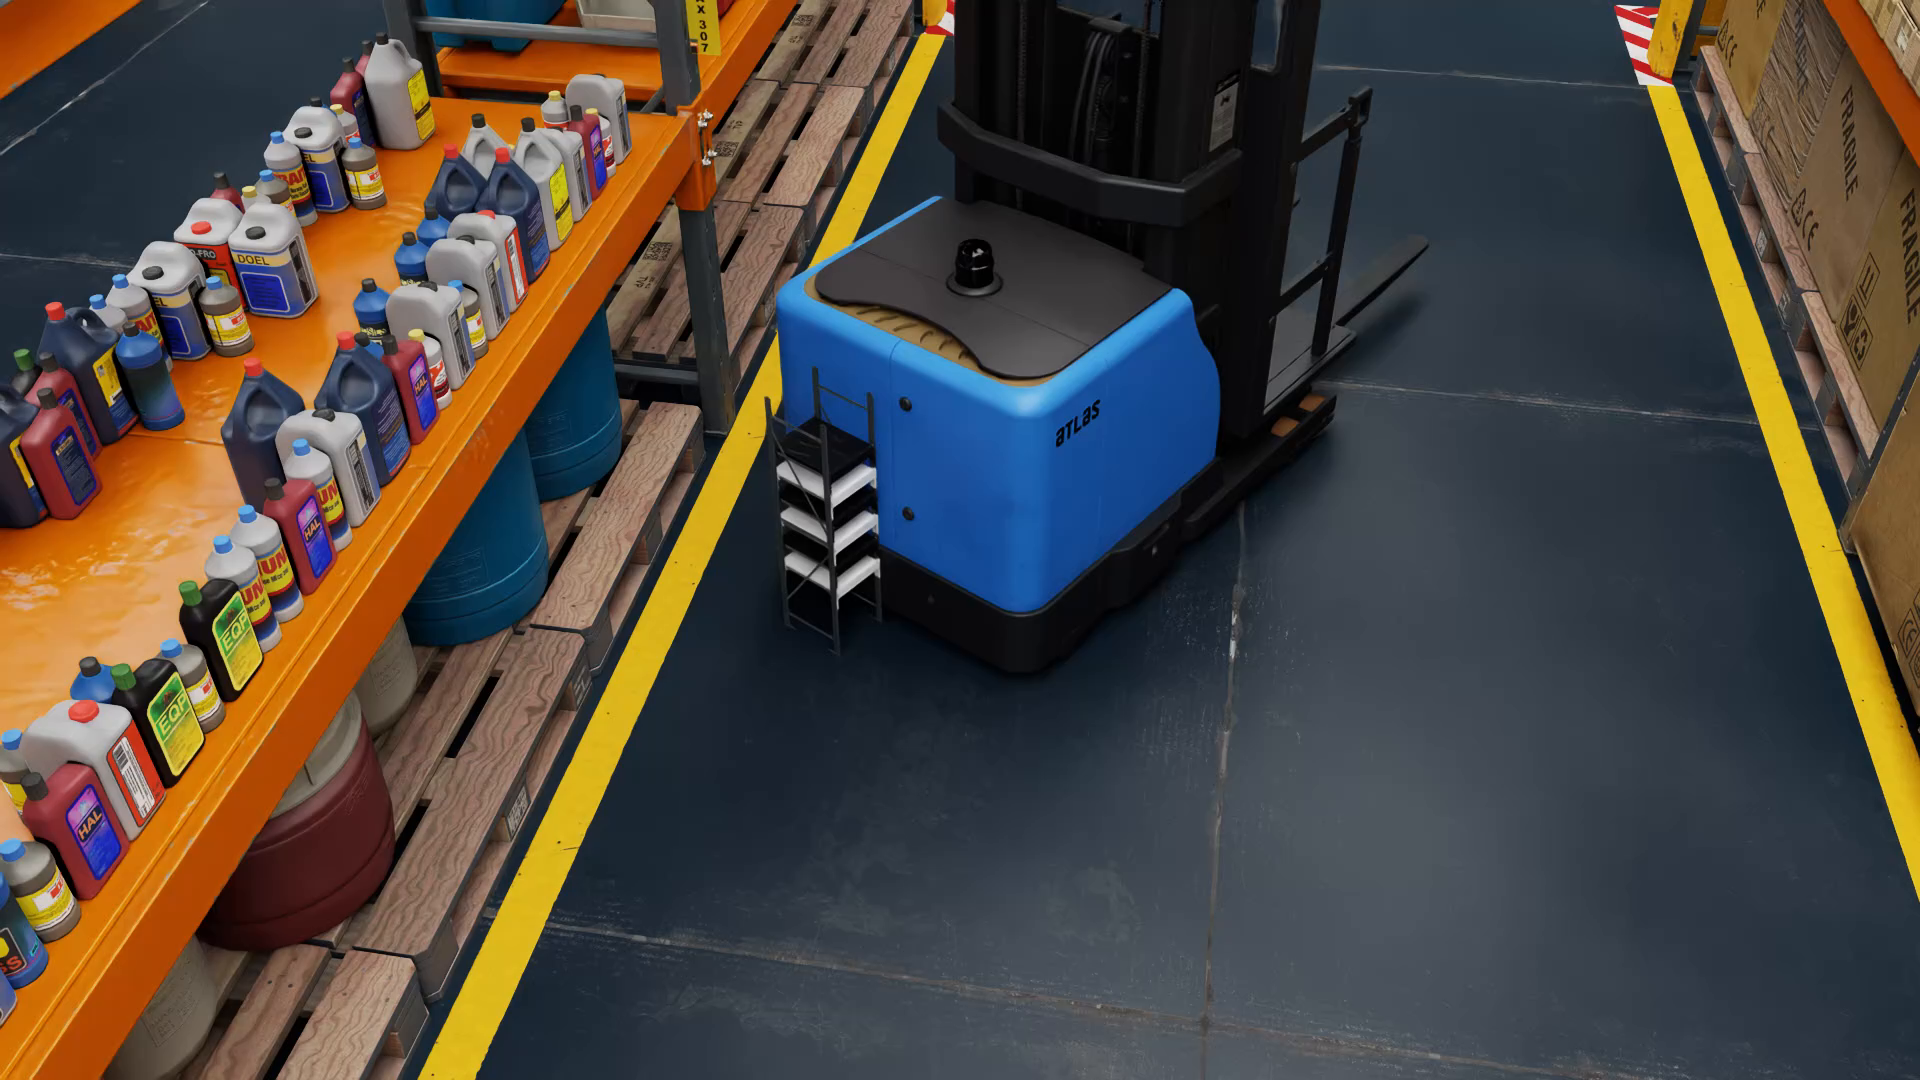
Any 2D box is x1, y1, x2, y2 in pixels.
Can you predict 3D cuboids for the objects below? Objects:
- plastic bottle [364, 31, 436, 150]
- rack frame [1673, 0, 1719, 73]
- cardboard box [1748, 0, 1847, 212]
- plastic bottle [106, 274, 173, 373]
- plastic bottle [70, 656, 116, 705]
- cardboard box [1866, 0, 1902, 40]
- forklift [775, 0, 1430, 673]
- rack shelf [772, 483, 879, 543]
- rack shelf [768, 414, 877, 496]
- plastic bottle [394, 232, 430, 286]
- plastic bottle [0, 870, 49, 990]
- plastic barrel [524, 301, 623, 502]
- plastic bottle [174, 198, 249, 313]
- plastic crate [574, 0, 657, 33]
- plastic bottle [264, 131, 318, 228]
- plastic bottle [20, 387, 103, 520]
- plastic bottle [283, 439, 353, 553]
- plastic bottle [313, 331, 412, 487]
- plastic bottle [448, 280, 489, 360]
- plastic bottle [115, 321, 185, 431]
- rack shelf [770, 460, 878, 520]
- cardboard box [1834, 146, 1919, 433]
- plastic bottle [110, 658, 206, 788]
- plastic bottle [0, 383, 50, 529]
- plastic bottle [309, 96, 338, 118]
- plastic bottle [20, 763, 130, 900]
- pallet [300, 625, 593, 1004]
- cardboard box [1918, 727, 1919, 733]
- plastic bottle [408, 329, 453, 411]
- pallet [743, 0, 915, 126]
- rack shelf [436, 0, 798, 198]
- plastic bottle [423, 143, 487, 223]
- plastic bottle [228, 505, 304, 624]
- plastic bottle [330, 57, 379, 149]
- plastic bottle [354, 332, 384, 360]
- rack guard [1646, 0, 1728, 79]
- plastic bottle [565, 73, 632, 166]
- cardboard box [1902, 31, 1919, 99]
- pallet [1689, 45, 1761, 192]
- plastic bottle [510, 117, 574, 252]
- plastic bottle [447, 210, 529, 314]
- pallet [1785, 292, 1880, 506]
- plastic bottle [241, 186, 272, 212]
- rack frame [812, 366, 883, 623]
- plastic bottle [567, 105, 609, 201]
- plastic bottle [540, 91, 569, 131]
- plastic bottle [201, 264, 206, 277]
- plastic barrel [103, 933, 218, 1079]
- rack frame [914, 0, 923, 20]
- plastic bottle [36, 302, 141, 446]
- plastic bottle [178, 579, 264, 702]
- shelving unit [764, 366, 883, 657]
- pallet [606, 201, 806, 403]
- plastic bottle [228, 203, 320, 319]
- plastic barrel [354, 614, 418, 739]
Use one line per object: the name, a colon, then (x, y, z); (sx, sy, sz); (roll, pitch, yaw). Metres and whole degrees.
plastic bottle: (-1.738, -1.402, 5.130); (0.144, 0.351, 0.185); (6, 40, 8)
rack frame: (4.219, -3.596, 7.745); (1.000, 3.000, 0.127); (6, 40, 8)
cardboard box: (4.030, -1.957, 7.101); (0.875, 0.875, 0.875); (6, 40, 8)
plastic bottle: (-2.054, -0.537, 4.147); (0.097, 0.271, 0.097); (0, 40, 0)
plastic bottle: (-1.583, 0.326, 3.103); (0.097, 0.271, 0.097); (0, 40, 0)
cardboard box: (3.435, -1.862, 5.845); (0.380, 0.149, 0.250); (7, 40, 9)
forklift: (0.744, -1.594, 5.378); (1.130, 2.935, 3.031); (27, 47, 29)
rack shelf: (-0.412, -0.118, 5.098); (0.258, 0.077, 0.200); (27, 47, 29)
rack shelf: (-0.412, -0.257, 4.983); (0.258, 0.077, 0.200); (27, 47, 29)
plastic bottle: (-1.401, -0.671, 4.308); (0.097, 0.271, 0.097); (0, 40, 0)
plastic bottle: (-1.603, 0.623, 2.744); (0.097, 0.271, 0.097); (0, 40, 0)
plastic barrel: (-1.462, -0.645, 5.493); (0.600, 0.901, 0.708); (6, 40, 8)
plastic bottle: (-1.967, -0.754, 4.405); (0.152, 0.276, 0.135); (6, 40, 8)
plastic crate: (-1.130, -1.829, 5.768); (0.396, 0.136, 0.243); (6, 40, 8)
plastic bottle: (-1.917, -1.034, 4.748); (0.097, 0.271, 0.097); (0, 40, 0)
plastic bottle: (-2.022, -0.195, 3.723); (0.061, 0.283, 0.133); (6, 40, 8)
plastic bottle: (-1.403, -0.102, 3.620); (0.097, 0.271, 0.097); (0, 40, 0)
plastic bottle: (-1.378, -0.308, 3.808); (0.144, 0.351, 0.185); (6, 40, 8)
plastic bottle: (-1.268, -0.566, 4.236); (0.097, 0.201, 0.097); (0, 40, 0)
plastic bottle: (-1.945, -0.399, 3.980); (0.097, 0.271, 0.097); (0, 40, 0)
rack shelf: (-0.412, -0.187, 5.040); (0.258, 0.077, 0.200); (27, 47, 29)
cardboard box: (3.720, -0.834, 5.742); (0.875, 0.875, 0.875); (6, 40, 8)
plastic bottle: (-1.502, 0.318, 3.102); (0.061, 0.283, 0.133); (6, 40, 8)
plastic bottle: (-2.127, -0.216, 3.696); (0.144, 0.351, 0.185); (6, 40, 8)
plastic bottle: (-1.877, -1.180, 4.924); (0.097, 0.271, 0.097); (0, 40, 0)
plastic bottle: (-1.548, 0.487, 2.899); (0.061, 0.283, 0.133); (6, 40, 8)
pallet: (-1.734, 0.691, 4.749); (1.003, 0.211, 1.213); (6, 40, 8)
cardboard box: (3.282, 0.536, 4.085); (1.225, 0.875, 0.875); (5, 40, 6)
plastic bottle: (-1.308, -0.420, 4.060); (0.097, 0.201, 0.097); (0, 40, 0)
pallet: (-0.840, -2.554, 8.673); (1.003, 0.211, 1.213); (6, 40, 8)
rack shelf: (-1.005, -2.609, 7.117); (1.077, 0.370, 4.000); (6, 40, 8)
plastic bottle: (-1.362, -0.900, 4.523); (0.144, 0.351, 0.185); (6, 40, 8)
plastic bottle: (-1.443, 0.043, 3.445); (0.097, 0.271, 0.097); (0, 40, 0)
plastic bottle: (-1.858, -1.320, 5.084); (0.061, 0.283, 0.133); (6, 40, 8)
plastic bottle: (-1.391, -0.370, 3.945); (0.097, 0.271, 0.097); (0, 40, 0)
rack guard: (4.224, -2.647, 8.560); (1.175, 0.500, 0.348); (6, 40, 8)
plastic bottle: (-1.101, -1.301, 5.067); (0.152, 0.276, 0.135); (6, 40, 8)
cardboard box: (3.346, -1.539, 5.454); (0.380, 0.149, 0.250); (6, 40, 7)
pallet: (4.158, -2.011, 8.016); (1.003, 0.211, 1.213); (6, 40, 8)
plastic bottle: (-1.188, -1.000, 4.644); (0.144, 0.351, 0.185); (6, 40, 8)
plastic bottle: (-1.251, -0.755, 4.406); (0.152, 0.276, 0.135); (6, 40, 8)
pallet: (3.736, -0.479, 6.164); (1.003, 0.211, 1.213); (6, 40, 8)
plastic bottle: (-1.950, -0.885, 4.622); (0.097, 0.201, 0.097); (0, 40, 0)
rack frame: (-0.348, -0.125, 5.195); (0.240, 0.900, 0.006); (27, 47, 29)
plastic bottle: (-1.096, -1.153, 4.883); (0.061, 0.283, 0.133); (6, 40, 8)
plastic bottle: (-1.227, -1.274, 5.093); (0.097, 0.201, 0.097); (0, 40, 0)
plastic bottle: (-2.014, -0.656, 4.345); (0.097, 0.201, 0.097); (0, 40, 0)
plastic barrel: (-1.966, 1.003, 3.806); (0.421, 0.512, 0.421); (0, 40, 0)
rack frame: (-0.659, -4.142, 8.406); (1.000, 3.000, 0.127); (6, 40, 8)
plastic bottle: (-2.072, -0.415, 3.937); (0.144, 0.351, 0.185); (6, 40, 8)
plastic bottle: (-1.462, 0.174, 3.278); (0.061, 0.283, 0.133); (6, 40, 8)
shelving unit: (-0.412, -0.074, 5.134); (0.258, 0.900, 0.210); (27, 47, 29)
pallet: (-1.262, -1.023, 6.821); (1.003, 0.211, 1.213); (6, 40, 8)
plastic bottle: (-1.817, -0.737, 4.385); (0.152, 0.276, 0.135); (6, 40, 8)
plastic barrel: (-1.770, 0.294, 4.663); (0.421, 0.512, 0.421); (0, 40, 0)
